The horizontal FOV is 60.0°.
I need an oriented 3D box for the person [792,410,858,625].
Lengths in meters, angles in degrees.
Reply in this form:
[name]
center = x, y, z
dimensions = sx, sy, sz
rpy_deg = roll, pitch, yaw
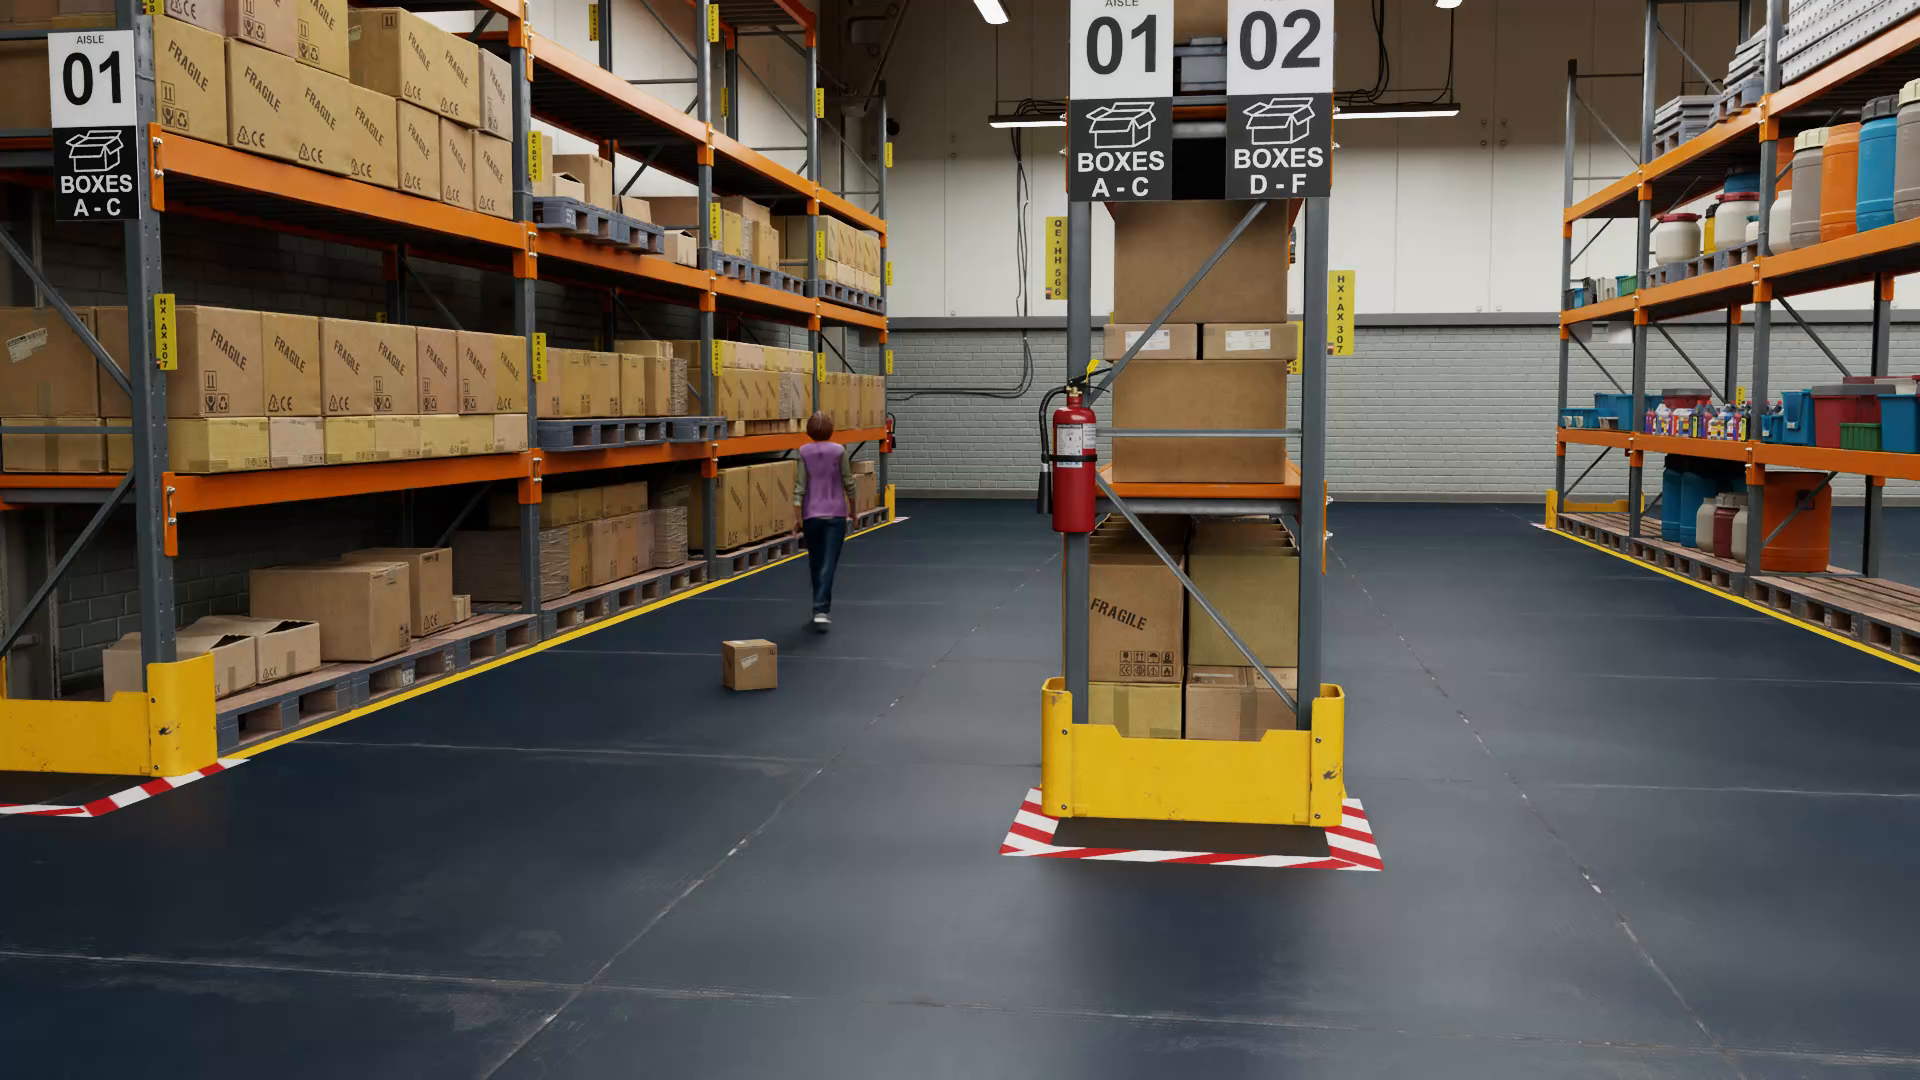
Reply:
[person]
center = -0.977, -0.177, 12.158
dimensions = 0.442, 1.537, 0.934
rpy_deg = 0, 5, 5
